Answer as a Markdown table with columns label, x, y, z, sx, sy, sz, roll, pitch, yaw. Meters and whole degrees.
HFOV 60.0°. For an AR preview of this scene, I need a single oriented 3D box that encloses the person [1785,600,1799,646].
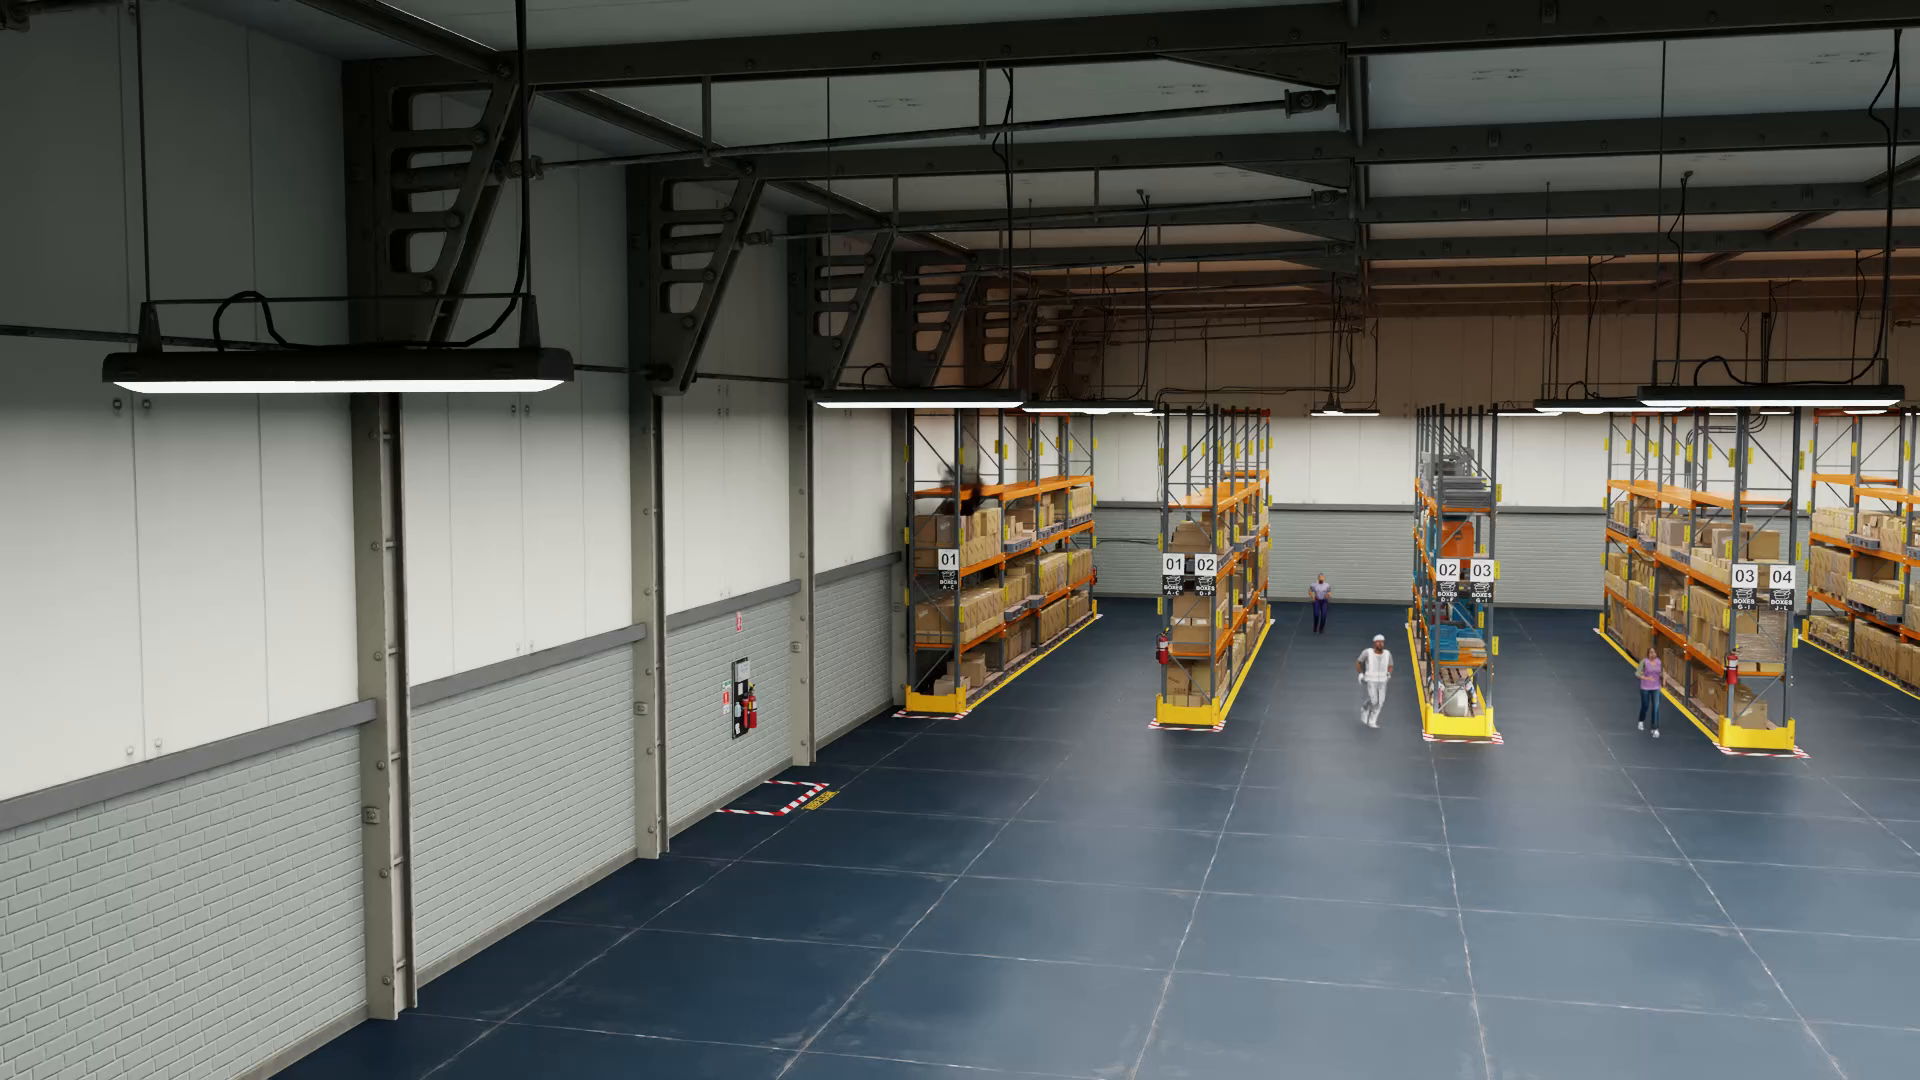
| label | x | y | z | sx | sy | sz | roll | pitch | yaw |
| --- | --- | --- | --- | --- | --- | --- | --- | --- | --- |
| person | 20.175 | 2.022 | 40.595 | 0.528 | 1.533 | 0.662 | 0 | 4 | 4 |

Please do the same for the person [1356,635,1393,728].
| label | x | y | z | sx | sy | sz | roll | pitch | yaw |
| --- | --- | --- | --- | --- | --- | --- | --- | --- | --- |
| person | 7.715 | 2.619 | 30.753 | 0.653 | 1.728 | 0.576 | 0 | 4 | -5 |

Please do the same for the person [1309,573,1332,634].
| label | x | y | z | sx | sy | sz | roll | pitch | yaw |
| --- | --- | --- | --- | --- | --- | --- | --- | --- | --- |
| person | 9.576 | 1.700 | 44.152 | 0.591 | 1.618 | 0.567 | 0 | 4 | 6 |

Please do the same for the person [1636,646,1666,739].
| label | x | y | z | sx | sy | sz | roll | pitch | yaw |
| --- | --- | --- | --- | --- | --- | --- | --- | --- | --- |
| person | 12.514 | 2.725 | 30.153 | 0.557 | 1.634 | 0.758 | 1 | 4 | 7 |
